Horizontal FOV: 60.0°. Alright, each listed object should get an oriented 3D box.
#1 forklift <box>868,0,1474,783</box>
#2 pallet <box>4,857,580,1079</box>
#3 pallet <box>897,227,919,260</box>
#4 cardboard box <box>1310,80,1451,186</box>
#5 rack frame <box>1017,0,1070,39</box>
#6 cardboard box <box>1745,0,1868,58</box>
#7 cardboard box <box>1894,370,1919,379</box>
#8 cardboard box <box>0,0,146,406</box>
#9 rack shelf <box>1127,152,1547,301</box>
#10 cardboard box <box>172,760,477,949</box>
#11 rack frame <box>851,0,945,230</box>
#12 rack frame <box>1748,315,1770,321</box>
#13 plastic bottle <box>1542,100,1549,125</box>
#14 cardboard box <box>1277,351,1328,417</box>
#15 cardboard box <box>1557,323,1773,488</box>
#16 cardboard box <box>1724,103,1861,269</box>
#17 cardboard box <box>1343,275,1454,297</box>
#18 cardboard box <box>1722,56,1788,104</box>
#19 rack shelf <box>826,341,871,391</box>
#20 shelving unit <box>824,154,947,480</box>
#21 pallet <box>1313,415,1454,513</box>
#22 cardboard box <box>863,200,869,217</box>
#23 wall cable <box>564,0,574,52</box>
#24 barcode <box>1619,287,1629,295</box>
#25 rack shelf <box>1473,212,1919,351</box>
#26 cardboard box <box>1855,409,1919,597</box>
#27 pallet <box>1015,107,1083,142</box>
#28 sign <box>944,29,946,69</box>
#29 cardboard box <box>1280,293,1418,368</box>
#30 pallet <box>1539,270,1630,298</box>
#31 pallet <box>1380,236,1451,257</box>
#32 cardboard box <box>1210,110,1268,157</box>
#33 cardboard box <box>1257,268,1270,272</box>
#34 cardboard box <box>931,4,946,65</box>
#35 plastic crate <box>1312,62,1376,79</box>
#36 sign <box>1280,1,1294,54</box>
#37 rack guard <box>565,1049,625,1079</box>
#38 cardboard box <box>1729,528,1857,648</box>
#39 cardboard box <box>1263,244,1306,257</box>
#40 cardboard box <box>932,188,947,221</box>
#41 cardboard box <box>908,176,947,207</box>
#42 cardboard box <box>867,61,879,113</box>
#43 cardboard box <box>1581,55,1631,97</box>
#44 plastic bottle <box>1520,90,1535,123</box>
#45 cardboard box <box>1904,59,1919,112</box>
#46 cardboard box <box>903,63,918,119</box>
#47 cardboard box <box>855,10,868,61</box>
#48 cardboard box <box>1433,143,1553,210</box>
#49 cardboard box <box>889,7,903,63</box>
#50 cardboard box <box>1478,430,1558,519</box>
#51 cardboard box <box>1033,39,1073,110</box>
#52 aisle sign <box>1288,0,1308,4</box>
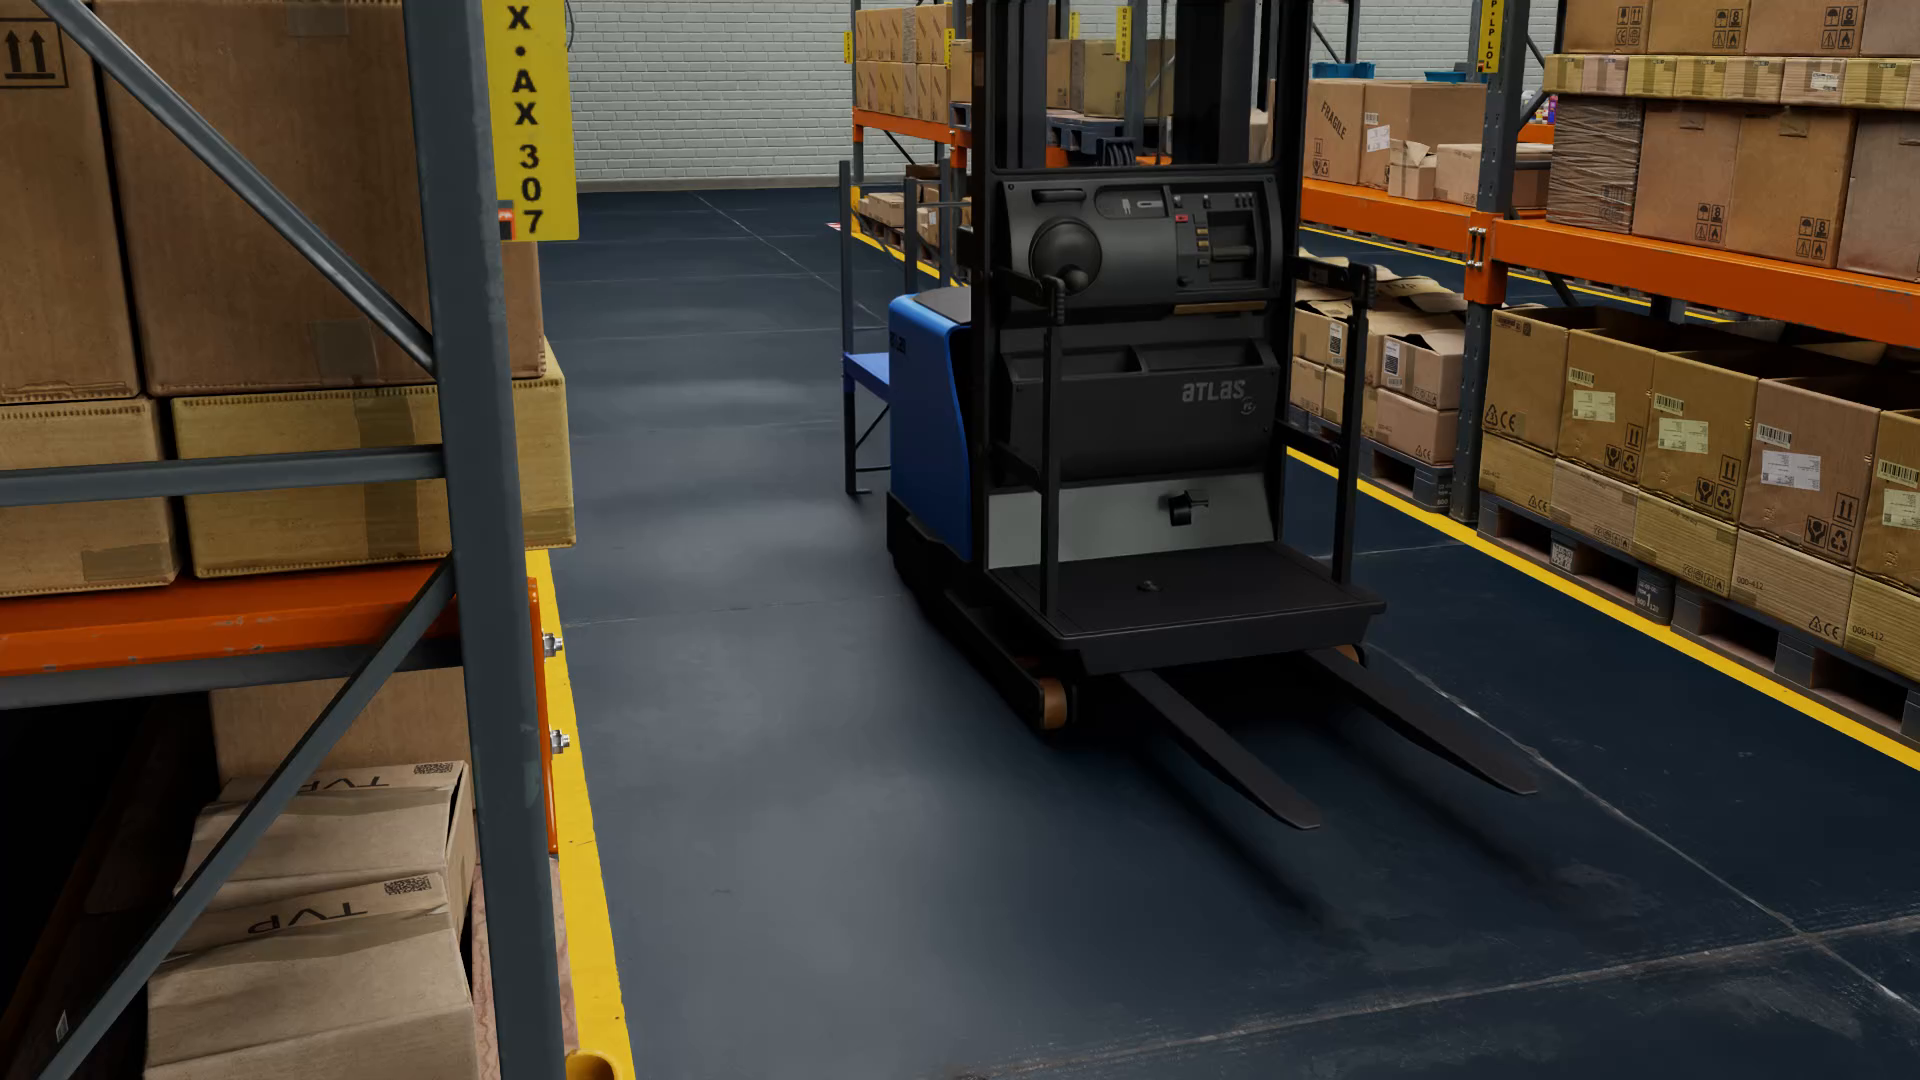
[{"bbox_3d":[0.566,-1.030,5.286,1.130,2.935,3.031,-5,18,-17],"label":"forklift"},{"bbox_3d":[-1.239,1.030,3.157,1.003,0.211,1.213,-5,17,-15],"label":"pallet"},{"bbox_3d":[-0.091,-2.962,16.445,1.003,0.211,1.213,-5,17,-15],"label":"pallet"},{"bbox_3d":[2.156,-2.102,8.562,0.500,0.500,0.500,-5,17,-15],"label":"cardboard box"},{"bbox_3d":[0.435,-3.769,14.286,1.000,3.000,0.127,-5,17,-15],"label":"rack frame"},{"bbox_3d":[3.039,-1.825,5.384,0.700,0.500,0.500,-5,17,-15],"label":"cardboard box"},{"bbox_3d":[3.390,-0.274,5.397,0.500,0.500,0.500,-5,17,-15],"label":"cardboard box"},{"bbox_3d":[-1.363,-0.468,2.217,0.500,0.500,0.500,-5,17,-16],"label":"cardboard box"},{"bbox_3d":[2.084,-1.765,8.864,1.077,0.370,4.000,-5,17,-15],"label":"rack shelf"},{"bbox_3d":[-1.289,0.664,3.437,0.500,0.311,0.500,-3,17,-11],"label":"cardboard box"},{"bbox_3d":[-0.664,-4.875,17.969,1.000,3.000,0.127,-5,17,-15],"label":"rack frame"},{"bbox_3d":[6.298,-3.053,11.902,1.000,3.000,0.127,-5,17,-15],"label":"rack frame"},{"bbox_3d":[5.119,-3.717,14.458,0.097,0.201,0.097,0,17,0],"label":"plastic bottle"},{"bbox_3d":[1.963,-0.814,8.497,0.500,0.250,0.500,-4,17,-14],"label":"cardboard box"},{"bbox_3d":[2.605,-0.509,6.178,0.500,0.500,0.500,-5,17,-15],"label":"cardboard box"},{"bbox_3d":[3.047,-1.197,5.550,0.700,0.500,0.500,-4,17,-14],"label":"cardboard box"},{"bbox_3d":[2.336,-1.268,9.035,0.500,0.311,0.500,-4,17,-14],"label":"cardboard box"},{"bbox_3d":[2.803,-1.543,5.572,0.380,0.149,0.250,-5,18,-17],"label":"cardboard box"},{"bbox_3d":[-0.214,-0.720,7.369,0.538,0.185,1.000,-5,18,-17],"label":"rack shelf"},{"bbox_3d":[-0.214,-0.893,7.317,0.538,1.500,1.048,-5,18,-17],"label":"shelving unit"},{"bbox_3d":[2.394,-0.421,7.988,1.003,0.211,1.213,-5,17,-15],"label":"pallet"},{"bbox_3d":[-0.811,-3.517,17.607,0.380,0.166,0.250,-5,17,-15],"label":"cardboard box"},{"bbox_3d":[-6.637,-7.462,21.548,3.097,2.526,0.112,-5,17,-15],"label":"wall cable"},{"bbox_3d":[2.964,-1.133,7.421,0.001,0.075,0.075,-5,17,-15],"label":"barcode"},{"bbox_3d":[3.183,-0.658,5.181,1.077,0.370,4.000,-5,17,-15],"label":"rack shelf"},{"bbox_3d":[3.011,-0.093,4.795,0.500,0.500,0.500,-5,17,-15],"label":"cardboard box"},{"bbox_3d":[0.996,-3.108,12.419,1.003,0.211,1.213,-5,17,-15],"label":"pallet"},{"bbox_3d":[-0.084,-4.139,14.011,0.100,0.325,0.005,-5,17,-15],"label":"sign"},{"bbox_3d":[1.963,-1.080,8.408,0.500,0.311,0.500,-5,17,-15],"label":"cardboard box"},{"bbox_3d":[5.710,-2.269,14.140,1.003,0.211,1.213,-5,17,-15],"label":"pallet"},{"bbox_3d":[4.960,-3.024,16.654,1.003,0.211,1.213,-5,17,-15],"label":"pallet"},{"bbox_3d":[1.594,-2.357,9.740,0.500,0.311,0.500,-5,17,-16],"label":"cardboard box"},{"bbox_3d":[1.549,-1.503,9.816,0.500,0.311,0.500,-5,17,-17],"label":"cardboard box"},{"bbox_3d":[0.047,-4.415,14.525,0.500,0.500,0.500,-5,17,-15],"label":"cardboard box"},{"bbox_3d":[4.371,-5.234,18.996,0.616,0.435,0.499,-5,17,-15],"label":"plastic crate"},{"bbox_3d":[2.067,-3.262,10.585,0.100,0.325,0.005,-5,17,-15],"label":"sign"},{"bbox_3d":[-1.050,1.119,2.358,1.175,0.500,0.348,-5,17,-15],"label":"rack guard"},{"bbox_3d":[2.878,0.127,5.365,0.500,0.250,0.500,-5,17,-15],"label":"cardboard box"},{"bbox_3d":[1.915,-1.690,10.439,0.500,0.311,0.500,-4,17,-14],"label":"cardboard box"},{"bbox_3d":[0.006,-2.918,15.032,0.500,0.500,0.500,-5,17,-15],"label":"cardboard box"},{"bbox_3d":[-0.086,-3.303,16.310,0.797,0.503,0.637,-5,17,-15],"label":"cardboard box"},{"bbox_3d":[-0.649,-4.638,17.003,0.500,0.500,0.500,-5,17,-16],"label":"cardboard box"},{"bbox_3d":[2.591,-1.756,6.282,0.380,0.149,0.250,-4,17,-14],"label":"cardboard box"},{"bbox_3d":[5.060,-3.841,14.740,0.152,0.276,0.135,-5,17,-15],"label":"plastic bottle"},{"bbox_3d":[3.017,-1.328,4.857,0.380,0.149,0.250,-5,17,-16],"label":"cardboard box"},{"bbox_3d":[-0.235,-4.219,15.611,0.500,0.500,0.500,-4,17,-14],"label":"cardboard box"},{"bbox_3d":[-0.796,-5.259,17.333,0.500,0.500,0.500,-4,17,-14],"label":"cardboard box"},{"bbox_3d":[2.457,-1.617,7.382,0.500,0.250,0.500,-4,17,-12],"label":"cardboard box"},{"bbox_3d":[-0.371,-4.835,15.924,0.500,0.500,0.500,-5,17,-16],"label":"cardboard box"},{"bbox_3d":[2.470,-0.288,6.747,0.500,0.250,0.500,-5,17,-15],"label":"cardboard box"},{"bbox_3d":[0.980,-3.534,12.600,0.700,0.500,0.500,-10,19,-29],"label":"cardboard box"},{"bbox_3d":[3.794,-6.508,18.883,0.394,0.787,0.004,-5,17,-15],"label":"aisle sign"}]
